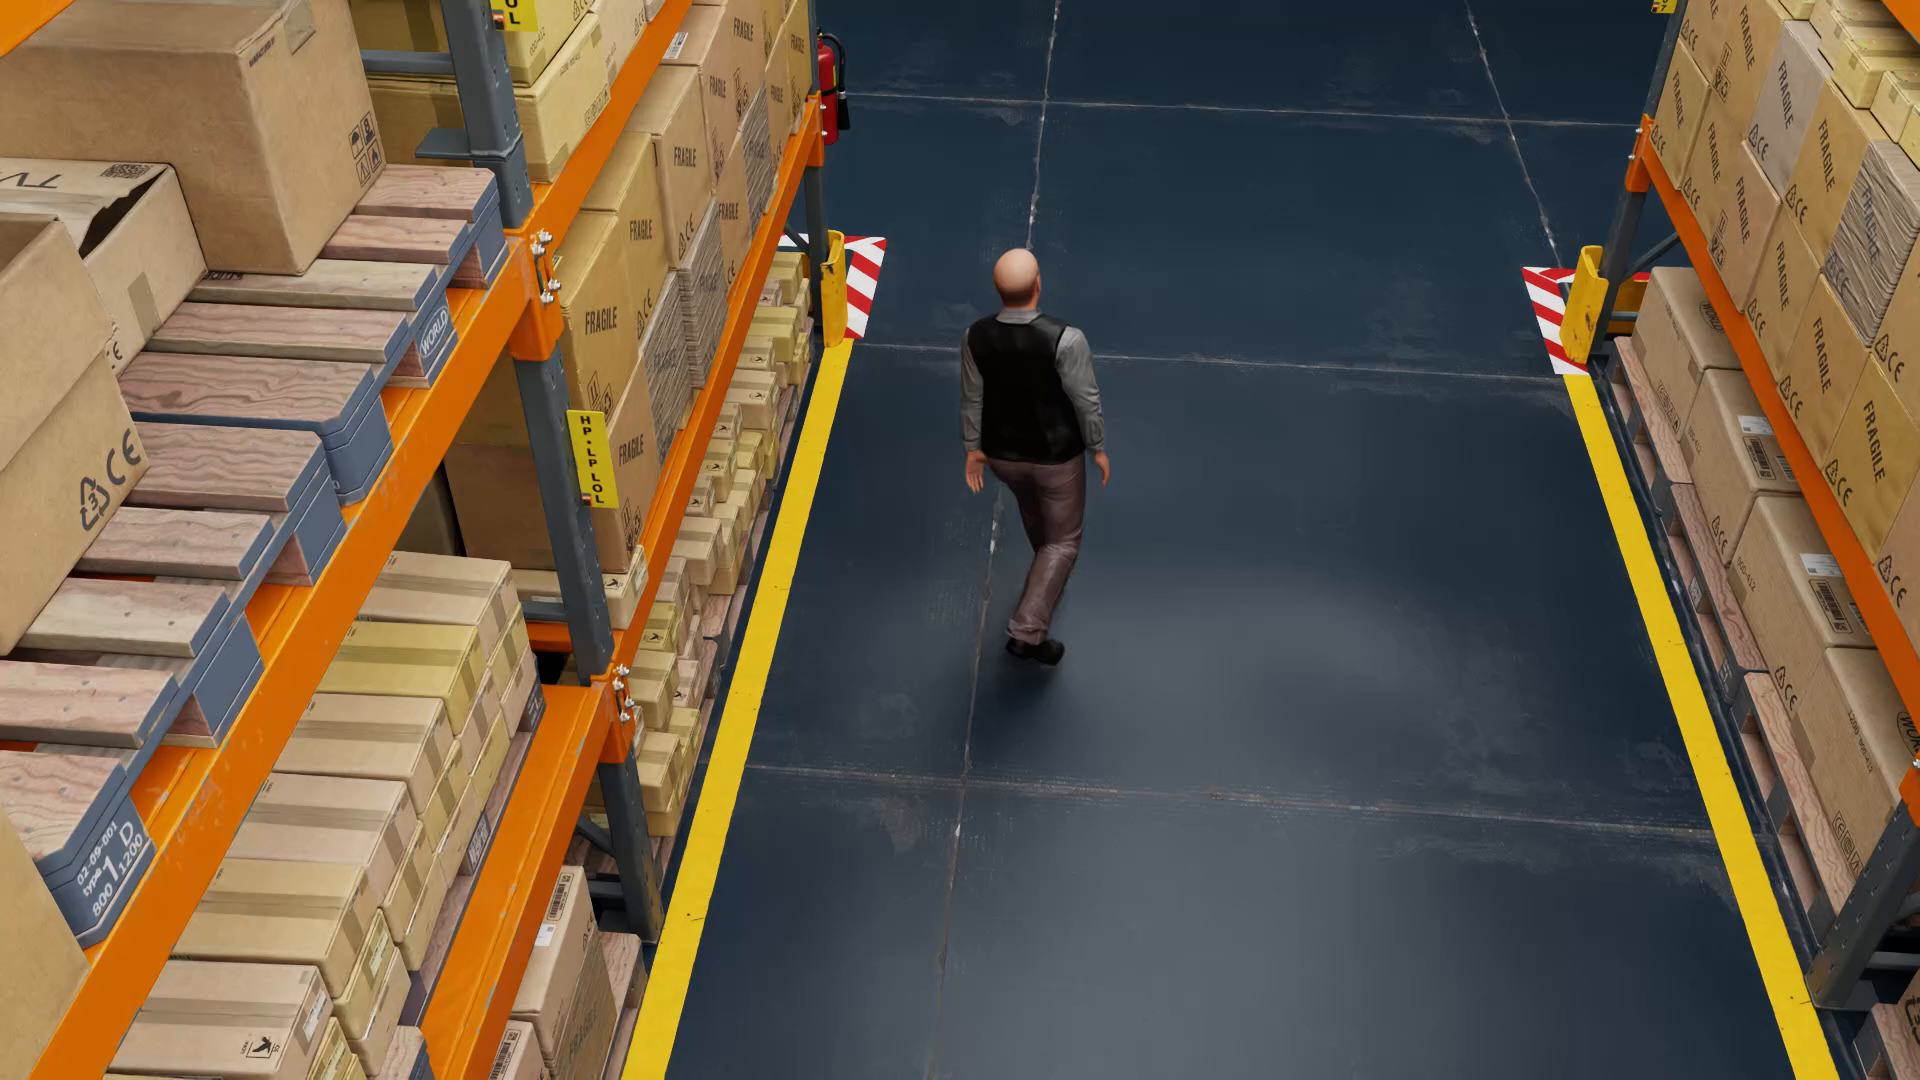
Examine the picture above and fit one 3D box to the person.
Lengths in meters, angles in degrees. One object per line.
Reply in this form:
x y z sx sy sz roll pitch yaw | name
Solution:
0.285 -0.295 6.632 0.622 1.580 0.956 12 41 14 | person
